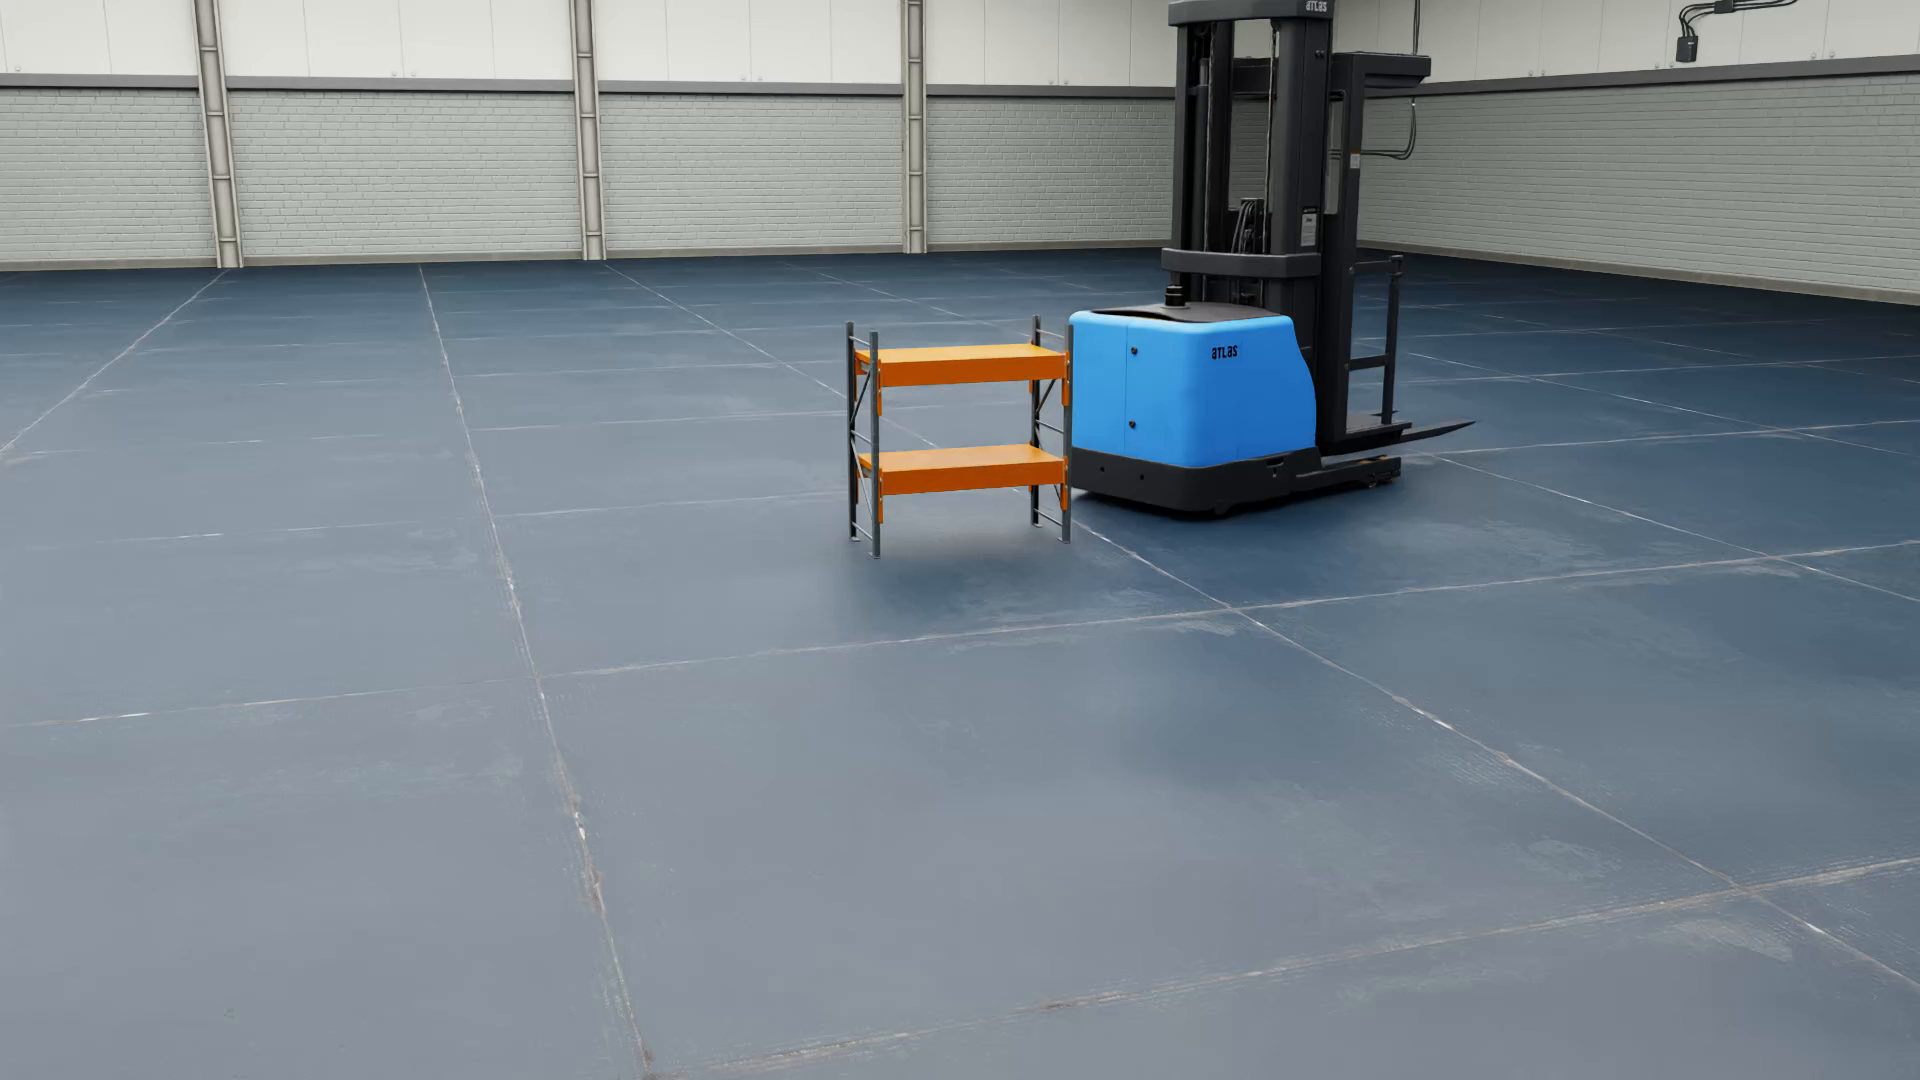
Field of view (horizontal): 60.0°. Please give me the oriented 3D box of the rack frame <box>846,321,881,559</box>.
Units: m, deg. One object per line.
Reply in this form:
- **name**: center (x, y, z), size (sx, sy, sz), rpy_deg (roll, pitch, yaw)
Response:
- **rack frame**: center (-0.488, -0.509, 8.353), size (0.032, 1.125, 0.500), rpy_deg (-4, 14, -18)

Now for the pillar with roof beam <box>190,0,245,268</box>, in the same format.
- **pillar with roof beam**: center (-10.864, -8.018, 22.906), size (0.400, 9.000, 9.100), rpy_deg (-4, 14, -18)

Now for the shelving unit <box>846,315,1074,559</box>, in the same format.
- **shelving unit**: center (-0.006, -0.547, 8.511), size (1.048, 1.125, 0.538), rpy_deg (-4, 14, -18)

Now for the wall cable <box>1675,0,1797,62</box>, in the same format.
- **wall cable**: center (11.050, -9.790, 23.004), size (0.169, 6.003, 2.305), rpy_deg (-4, 14, -18)

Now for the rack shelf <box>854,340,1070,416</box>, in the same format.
- **rack shelf**: center (-0.006, -0.831, 8.443), size (1.000, 0.278, 0.538), rpy_deg (-4, 14, -18)

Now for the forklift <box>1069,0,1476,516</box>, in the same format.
- **forklift**: center (2.047, -1.820, 9.962), size (3.031, 2.935, 1.130), rpy_deg (-11, 18, -40)

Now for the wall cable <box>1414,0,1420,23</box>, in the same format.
- **wall cable**: center (8.900, -10.571, 29.436), size (0.112, 2.526, 3.097), rpy_deg (-4, 14, -18)

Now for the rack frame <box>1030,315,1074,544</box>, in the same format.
- **rack frame**: center (0.475, -0.584, 8.668), size (0.032, 1.125, 0.500), rpy_deg (-4, 14, -18)

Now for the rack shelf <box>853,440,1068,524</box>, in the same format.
- **rack shelf**: center (-0.006, -0.309, 8.567), size (1.000, 0.278, 0.538), rpy_deg (-4, 14, -18)

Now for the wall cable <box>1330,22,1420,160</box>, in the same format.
- **wall cable**: center (8.037, -8.708, 32.515), size (0.112, 2.526, 3.097), rpy_deg (-4, 14, -18)

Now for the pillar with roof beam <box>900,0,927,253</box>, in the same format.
- **pillar with roof beam**: center (0.510, -8.904, 26.630), size (0.400, 9.000, 9.100), rpy_deg (-4, 14, -18)

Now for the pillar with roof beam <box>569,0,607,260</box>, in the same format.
- **pillar with roof beam**: center (-5.177, -8.461, 24.768), size (0.400, 9.000, 9.100), rpy_deg (-4, 14, -18)
